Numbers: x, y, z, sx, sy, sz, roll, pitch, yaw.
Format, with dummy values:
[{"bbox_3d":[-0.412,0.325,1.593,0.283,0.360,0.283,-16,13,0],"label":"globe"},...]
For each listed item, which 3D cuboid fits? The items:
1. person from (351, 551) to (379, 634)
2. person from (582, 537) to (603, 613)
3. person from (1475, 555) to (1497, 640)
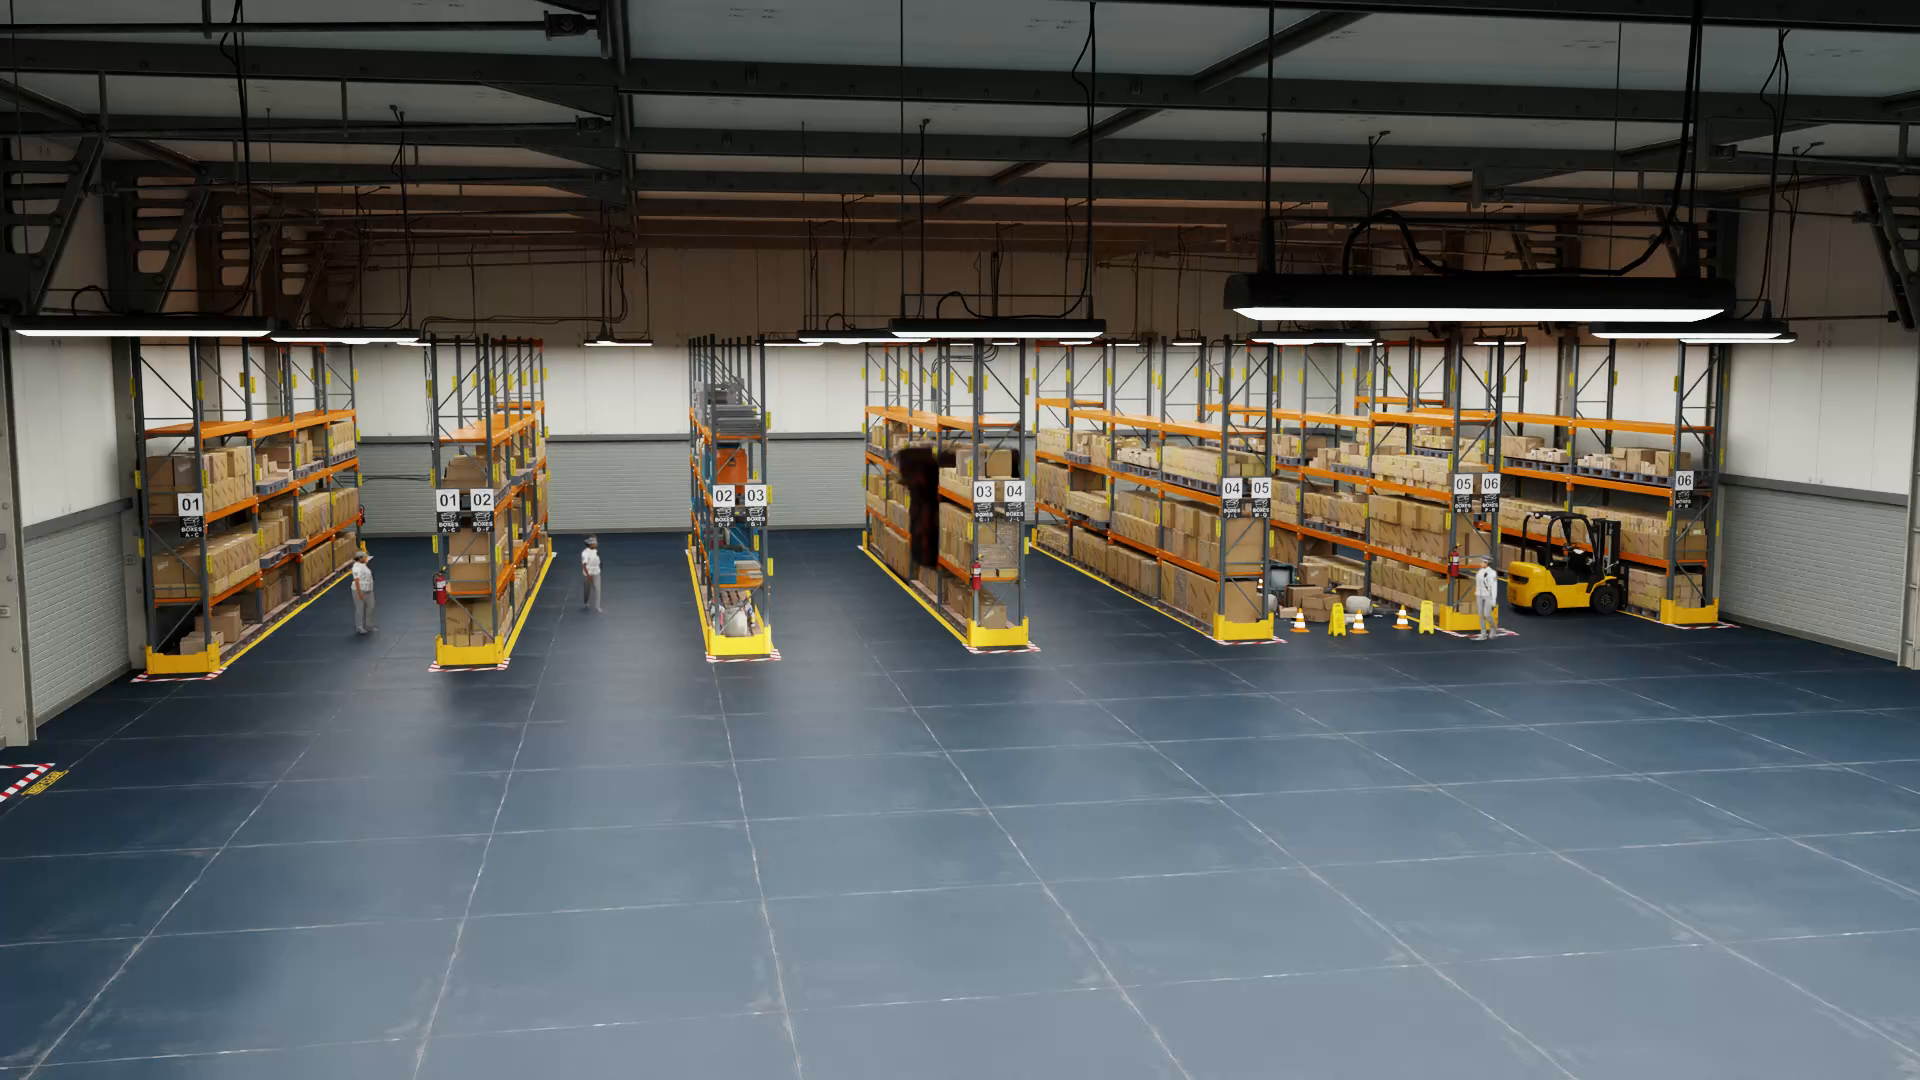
[{"bbox_3d":[-12.112,1.066,33.739,0.399,1.714,0.553,2,7,18],"label":"person"},{"bbox_3d":[-8.044,0.755,36.343,0.426,1.632,0.979,-3,7,-22],"label":"person"},{"bbox_3d":[10.323,1.135,32.671,0.426,1.679,0.497,-6,9,-40],"label":"person"}]
